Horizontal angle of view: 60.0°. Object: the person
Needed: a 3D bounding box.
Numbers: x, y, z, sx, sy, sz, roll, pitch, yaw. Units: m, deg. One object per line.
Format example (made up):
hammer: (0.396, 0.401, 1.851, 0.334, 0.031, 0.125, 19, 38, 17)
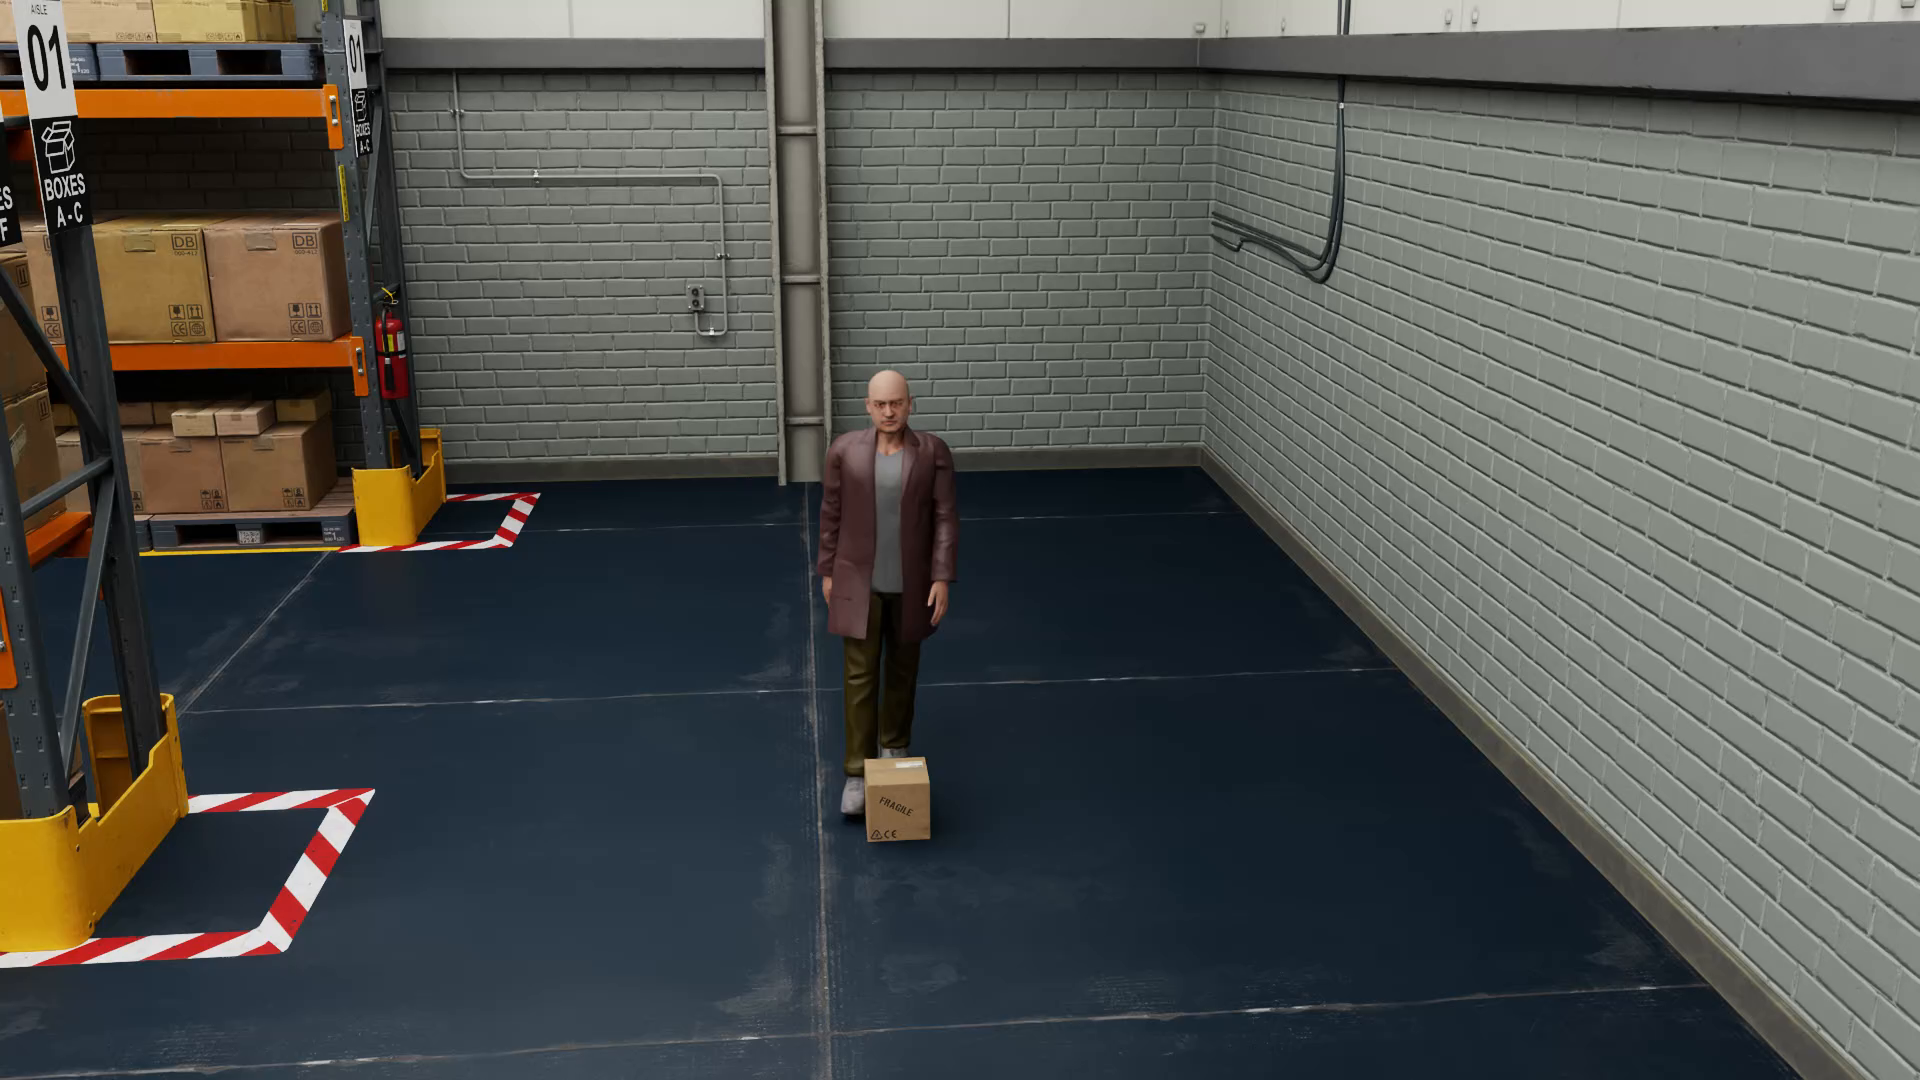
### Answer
person: (-0.293, 0.192, 6.888, 0.593, 1.773, 0.731, -2, 17, -6)
